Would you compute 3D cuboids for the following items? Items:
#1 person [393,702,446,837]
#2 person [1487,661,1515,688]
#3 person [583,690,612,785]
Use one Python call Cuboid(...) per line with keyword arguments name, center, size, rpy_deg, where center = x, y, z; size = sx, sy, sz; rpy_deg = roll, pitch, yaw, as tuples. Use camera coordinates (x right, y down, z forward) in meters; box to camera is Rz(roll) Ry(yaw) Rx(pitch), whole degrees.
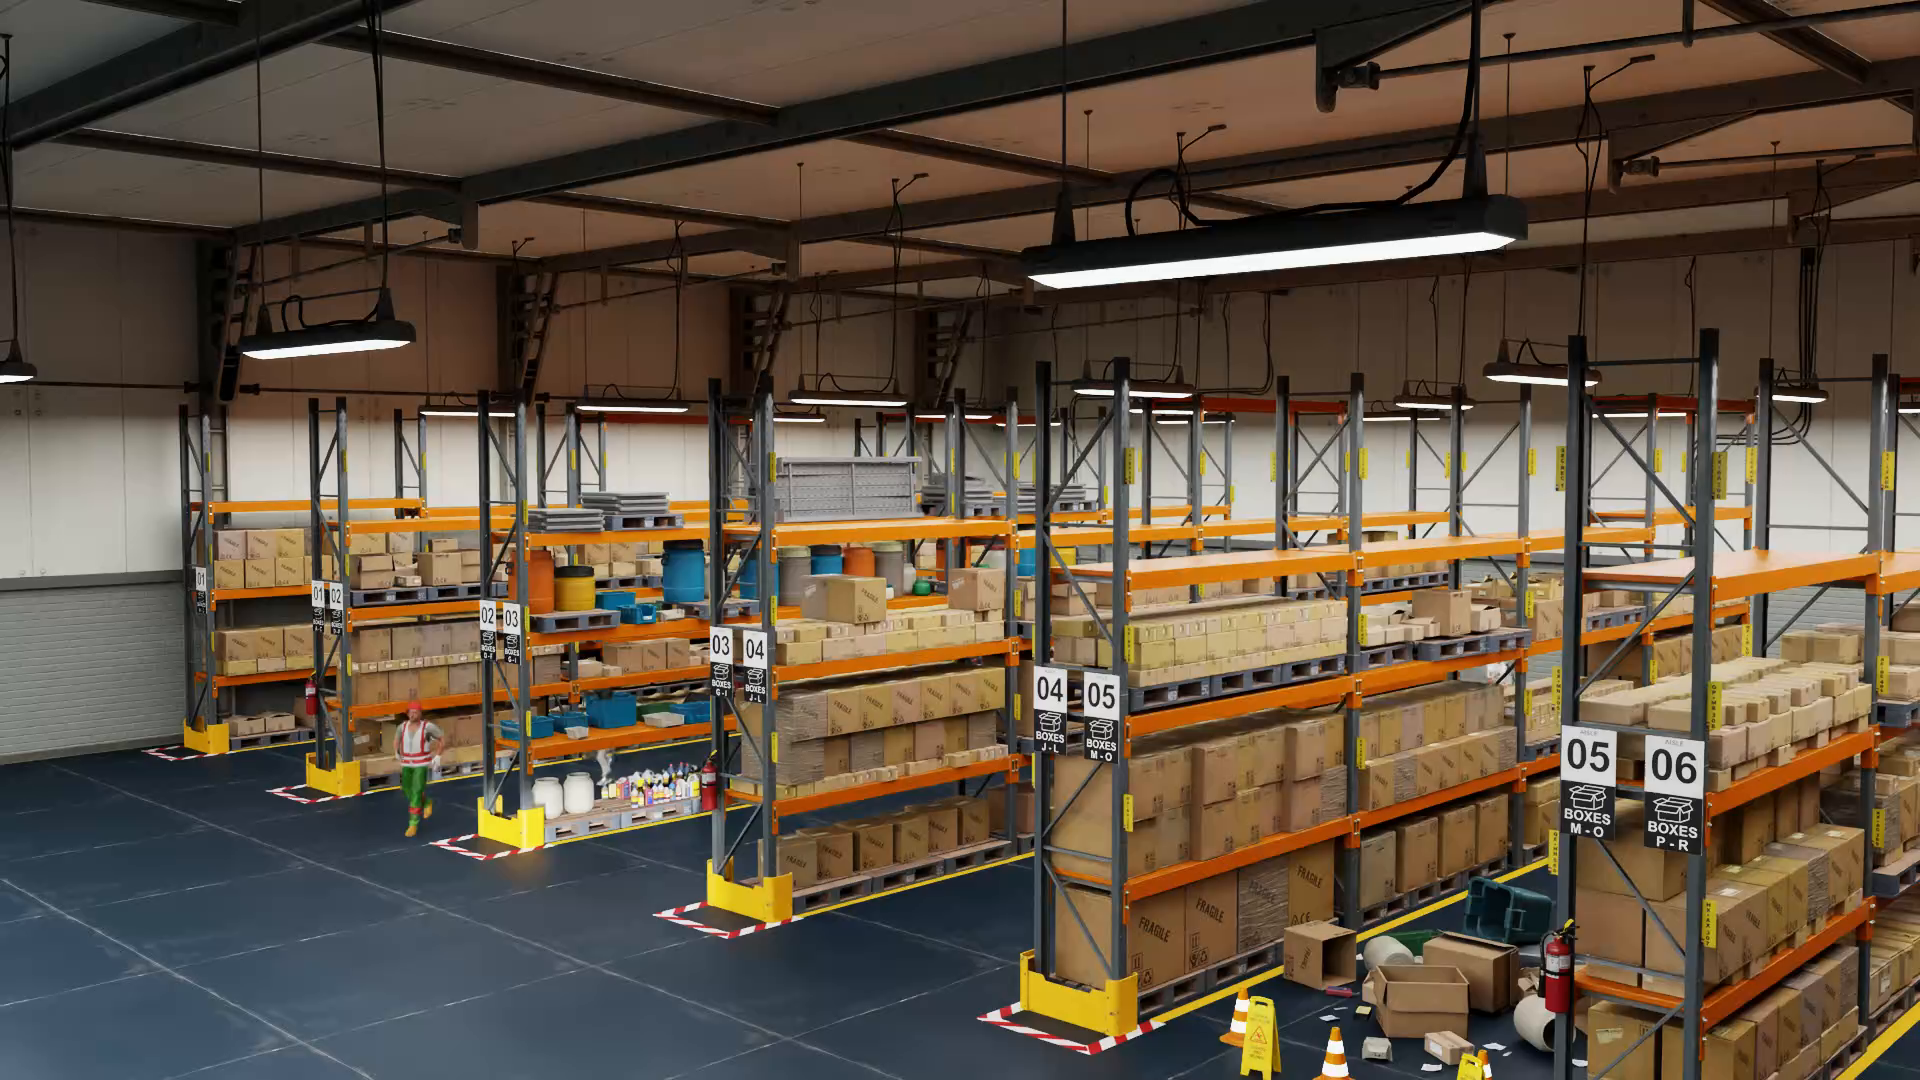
Cuboid(name="person", center=(-7.423, 3.093, 22.741), size=(0.697, 1.783, 0.847), rpy_deg=(0, 3, 7))
Cuboid(name="person", center=(9.843, 2.770, 30.203), size=(0.663, 1.646, 0.586), rpy_deg=(-1, 3, -21))
Cuboid(name="person", center=(-5.636, 3.057, 25.723), size=(0.525, 1.523, 0.669), rpy_deg=(2, 4, 36))
